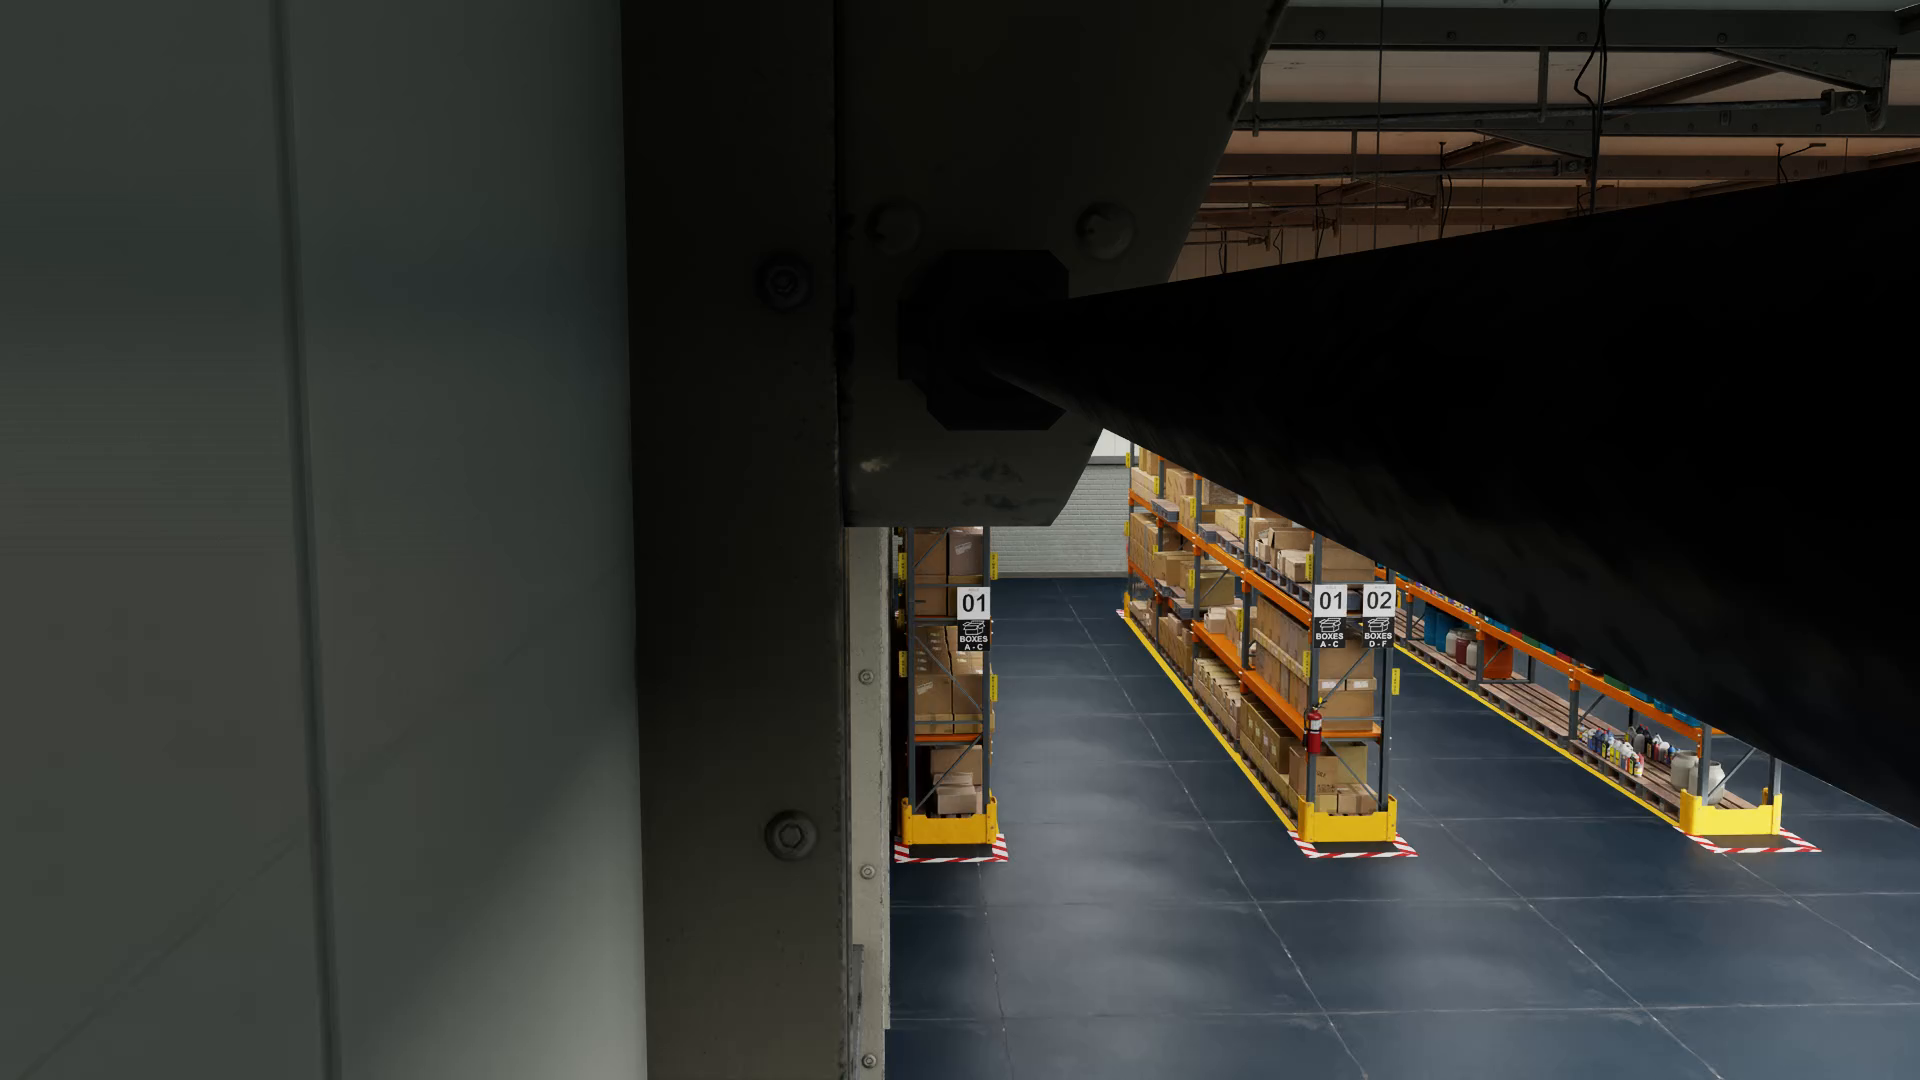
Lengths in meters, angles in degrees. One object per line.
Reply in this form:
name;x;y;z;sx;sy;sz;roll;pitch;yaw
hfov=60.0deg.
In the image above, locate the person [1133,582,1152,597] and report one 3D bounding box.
person;4.427;0.680;37.742;1.082;1.732;0.634;3;8;25
